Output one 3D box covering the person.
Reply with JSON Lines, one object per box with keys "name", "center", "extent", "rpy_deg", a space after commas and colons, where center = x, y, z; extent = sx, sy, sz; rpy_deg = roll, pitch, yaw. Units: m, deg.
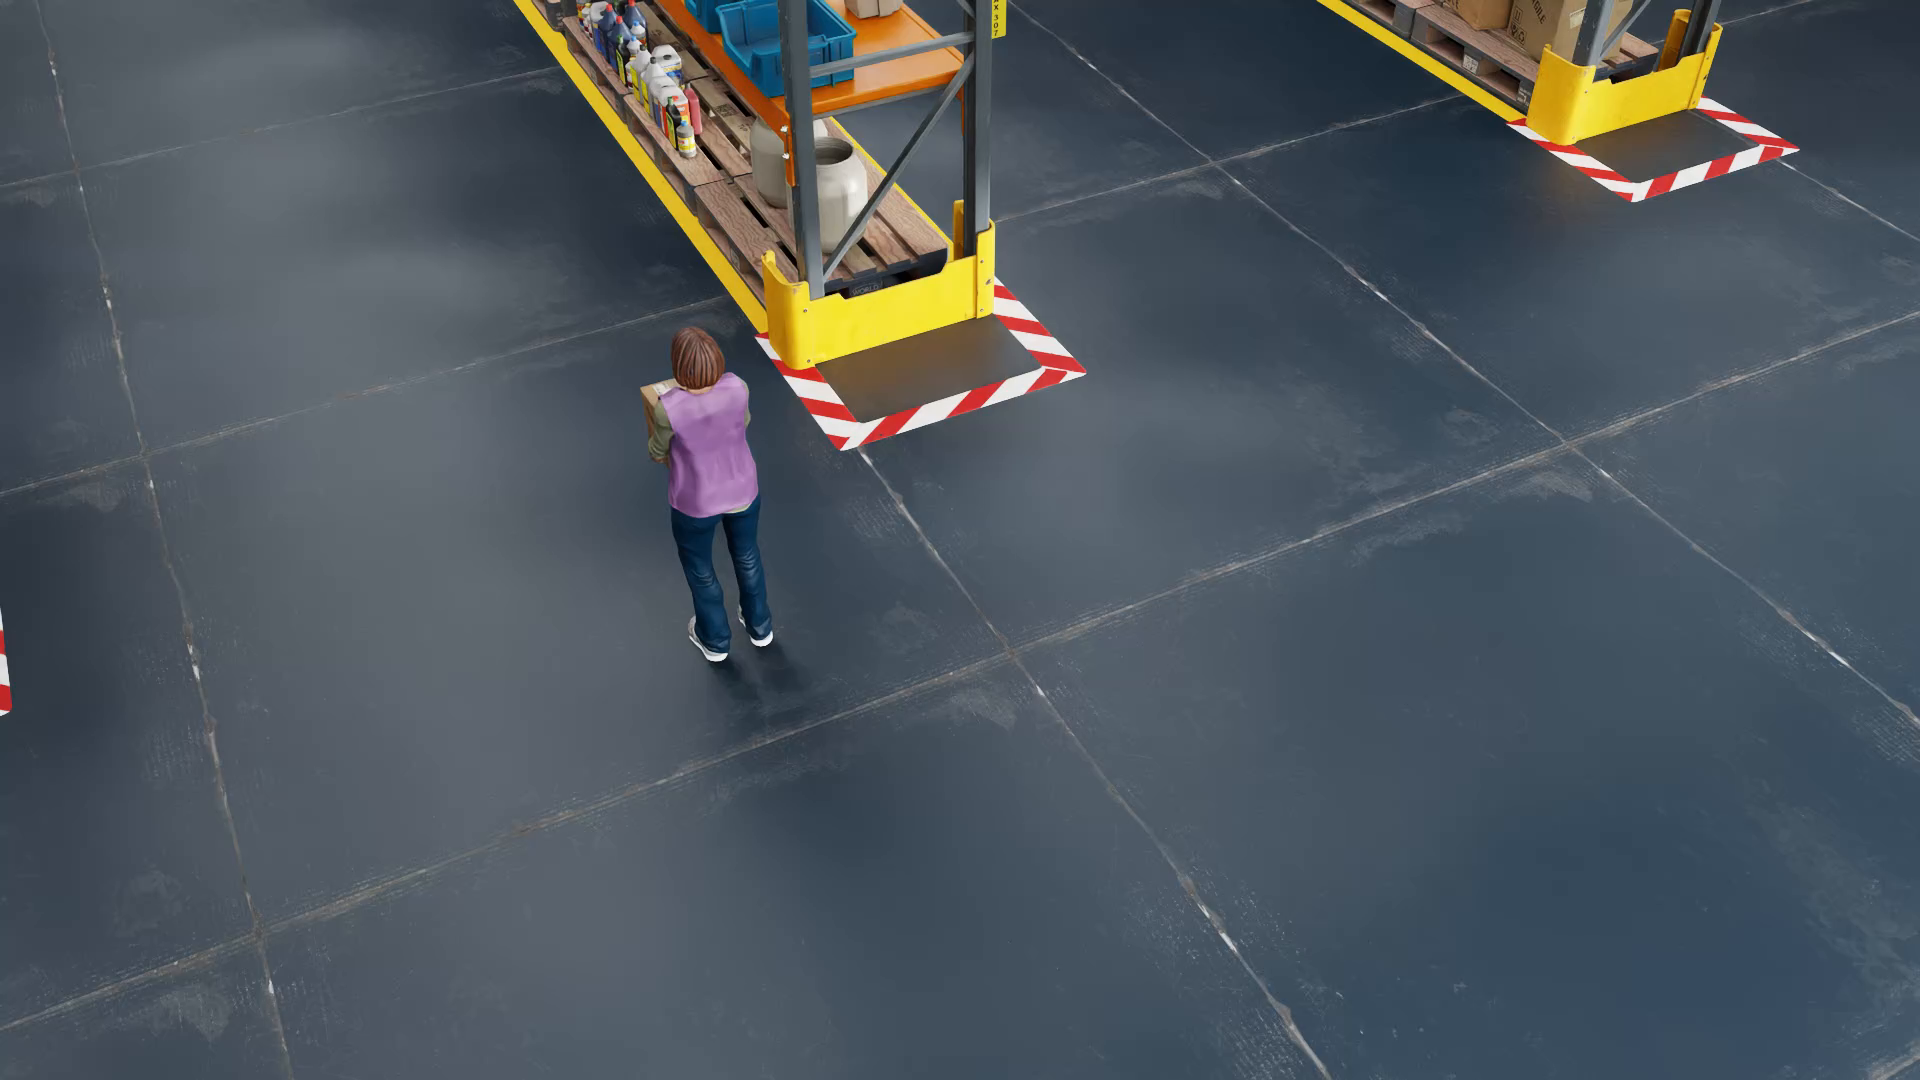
{"name": "person", "center": [-0.983, -0.220, 6.417], "extent": [0.407, 1.588, 0.500], "rpy_deg": [-19, 45, -20]}
